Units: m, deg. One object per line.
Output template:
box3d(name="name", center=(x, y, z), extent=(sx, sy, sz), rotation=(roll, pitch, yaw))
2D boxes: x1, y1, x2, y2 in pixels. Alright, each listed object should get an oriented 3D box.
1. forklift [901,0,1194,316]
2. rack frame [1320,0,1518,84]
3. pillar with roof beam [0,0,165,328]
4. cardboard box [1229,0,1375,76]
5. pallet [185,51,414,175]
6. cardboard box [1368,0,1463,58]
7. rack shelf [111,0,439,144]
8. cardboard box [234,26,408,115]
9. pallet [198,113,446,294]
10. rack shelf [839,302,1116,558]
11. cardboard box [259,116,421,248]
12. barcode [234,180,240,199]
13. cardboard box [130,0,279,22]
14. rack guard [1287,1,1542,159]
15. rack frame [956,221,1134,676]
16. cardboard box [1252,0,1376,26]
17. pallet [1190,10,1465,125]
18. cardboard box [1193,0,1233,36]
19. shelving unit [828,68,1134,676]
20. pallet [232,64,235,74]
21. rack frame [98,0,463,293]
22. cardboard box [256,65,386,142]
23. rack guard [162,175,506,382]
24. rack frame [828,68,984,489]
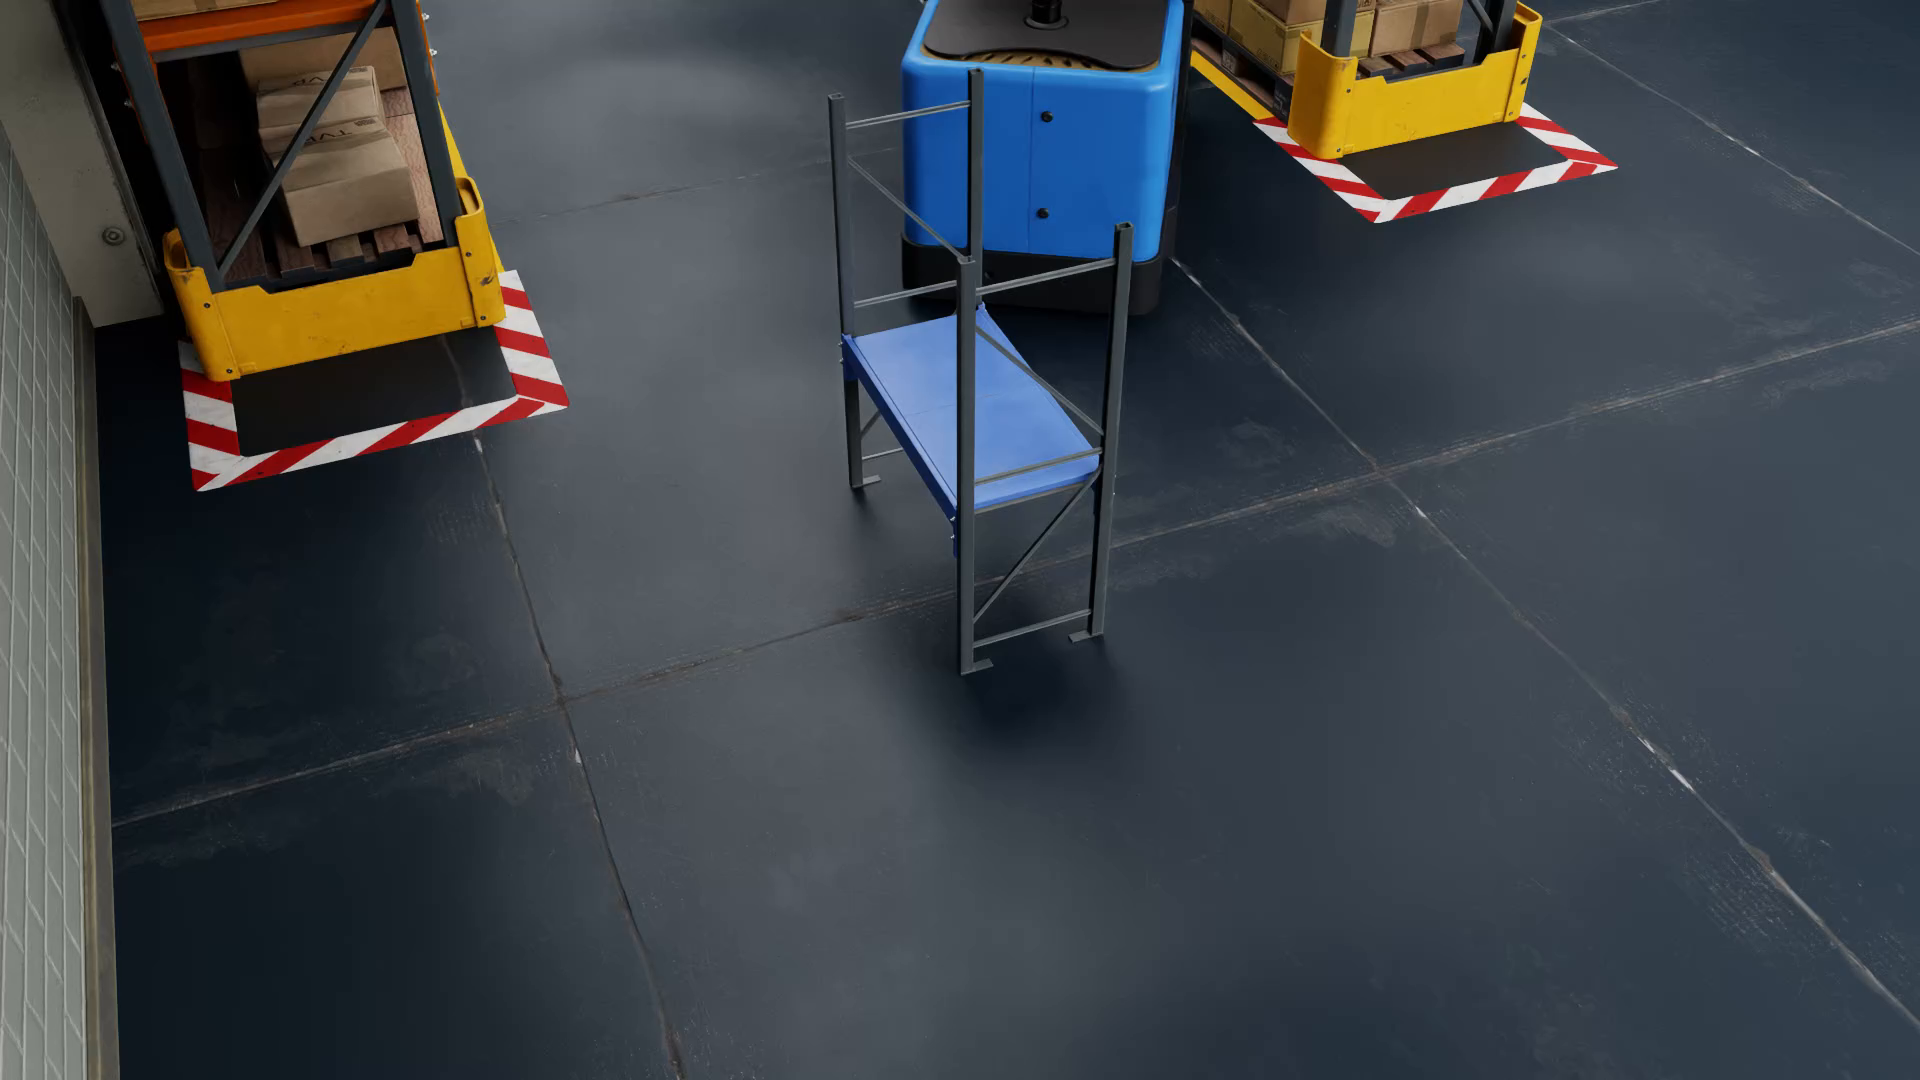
box3d(name="forklift", center=(0.504, -2.977, 6.964), extent=(1.130, 2.935, 3.031), rotation=(6, 41, 7))
box3d(name="rack frame", center=(2.156, -3.181, 7.148), extent=(1.000, 3.000, 0.127), rotation=(-15, 43, -17))
box3d(name="pillar with roof beam", center=(0.491, -5.497, 5.241), extent=(9.100, 9.000, 0.400), rotation=(-15, 43, -17))
box3d(name="cardboard box", center=(1.678, -2.547, 8.198), extent=(0.500, 0.250, 0.500), rotation=(-15, 43, -17))
box3d(name="pallet", center=(-3.189, -2.163, 8.104), extent=(1.003, 0.211, 1.213), rotation=(-15, 43, -17))
box3d(name="cardboard box", center=(2.156, -2.676, 8.348), extent=(0.500, 0.250, 0.500), rotation=(-15, 43, -17))
box3d(name="rack shelf", center=(-3.184, -2.875, 7.344), extent=(1.077, 0.370, 4.000), rotation=(-15, 43, -17))
box3d(name="cardboard box", center=(-3.053, -2.399, 7.819), extent=(0.700, 0.500, 0.500), rotation=(-18, 44, -20))
box3d(name="pallet", center=(-2.726, -1.429, 7.250), extent=(1.003, 0.211, 1.213), rotation=(-15, 43, -17))
box3d(name="rack shelf", center=(0.033, -0.381, 5.319), extent=(0.538, 0.185, 1.000), rotation=(-15, 43, -17))
box3d(name="cardboard box", center=(-2.601, -1.529, 6.952), extent=(0.500, 0.311, 0.500), rotation=(-20, 45, -22))
box3d(name="barcode", center=(-2.977, -1.444, 6.846), extent=(0.001, 0.075, 0.075), rotation=(-15, 43, -17))
box3d(name="cardboard box", center=(-2.777, -2.127, 6.022), extent=(0.500, 0.250, 0.500), rotation=(-15, 43, -16))
box3d(name="rack guard", center=(2.165, -2.218, 7.946), extent=(1.175, 0.500, 0.348), rotation=(-15, 43, -17))
box3d(name="rack frame", center=(0.227, -0.211, 4.845), extent=(0.500, 1.500, 0.032), rotation=(-15, 43, -17))
box3d(name="cardboard box", center=(1.676, -2.830, 7.953), extent=(0.500, 0.500, 0.500), rotation=(-15, 43, -17))
box3d(name="pallet", center=(1.825, -2.574, 8.581), extent=(1.003, 0.211, 1.213), rotation=(-15, 43, -17))
box3d(name="cardboard box", center=(1.476, -2.845, 8.544), extent=(0.500, 0.250, 0.500), rotation=(-15, 43, -17))
box3d(name="shelving unit", center=(0.033, -0.517, 5.201), extent=(0.538, 1.500, 1.048), rotation=(-15, 43, -17))
box3d(name="pallet", center=(-3.660, -2.899, 8.959), extent=(1.003, 0.211, 1.213), rotation=(-15, 43, -17))
box3d(name="rack frame", center=(-2.419, -1.943, 5.708), extent=(1.000, 3.000, 0.127), rotation=(-15, 43, -17))
box3d(name="cardboard box", center=(-2.819, -1.873, 7.352), extent=(0.500, 0.311, 0.500), rotation=(-12, 42, -13))
box3d(name="rack guard", center=(-2.448, -1.041, 6.577), extent=(1.175, 0.500, 0.348), rotation=(-15, 43, -17))
box3d(name="rack frame", center=(-0.162, -0.824, 5.557), extent=(0.500, 1.500, 0.032), rotation=(-15, 43, -17))
